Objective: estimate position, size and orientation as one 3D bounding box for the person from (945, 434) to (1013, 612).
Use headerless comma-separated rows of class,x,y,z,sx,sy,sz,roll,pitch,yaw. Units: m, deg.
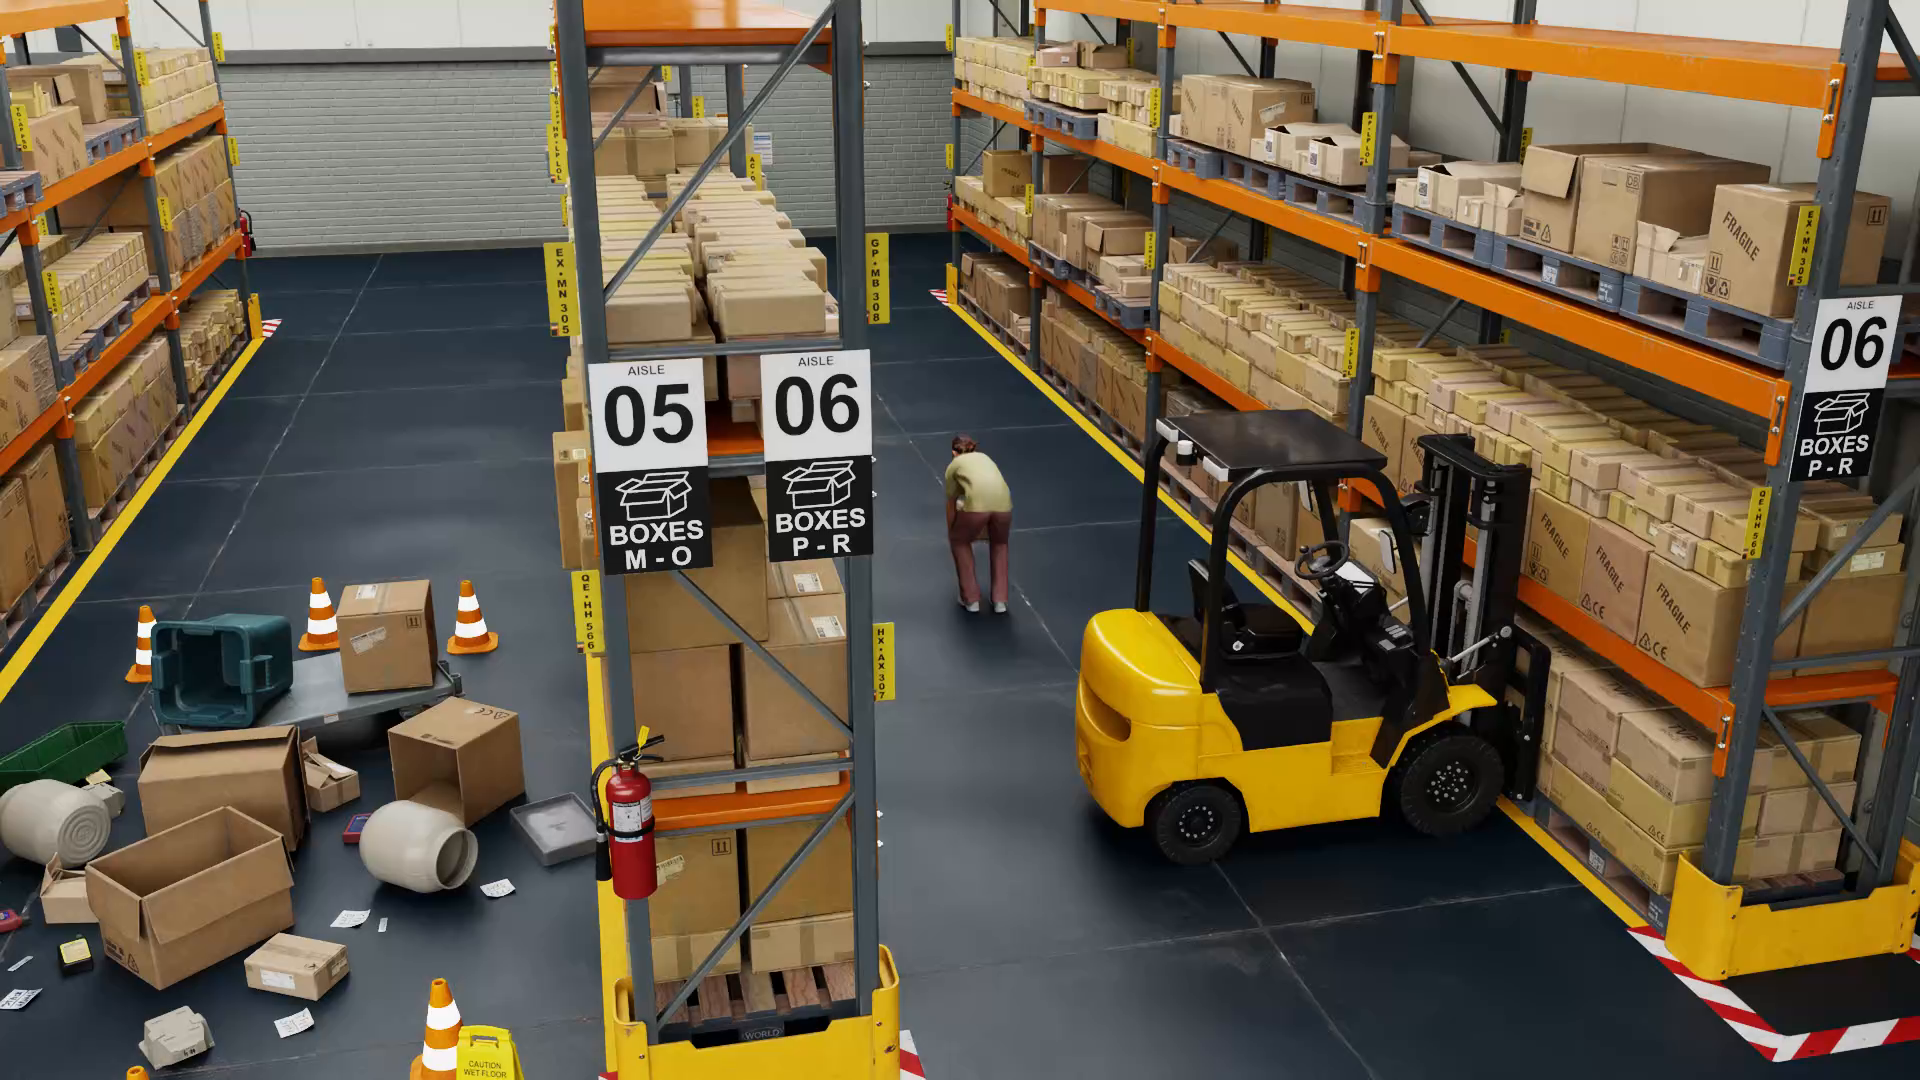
person,0.120,-0.122,12.149,0.428,1.182,0.843,-5,20,-15
